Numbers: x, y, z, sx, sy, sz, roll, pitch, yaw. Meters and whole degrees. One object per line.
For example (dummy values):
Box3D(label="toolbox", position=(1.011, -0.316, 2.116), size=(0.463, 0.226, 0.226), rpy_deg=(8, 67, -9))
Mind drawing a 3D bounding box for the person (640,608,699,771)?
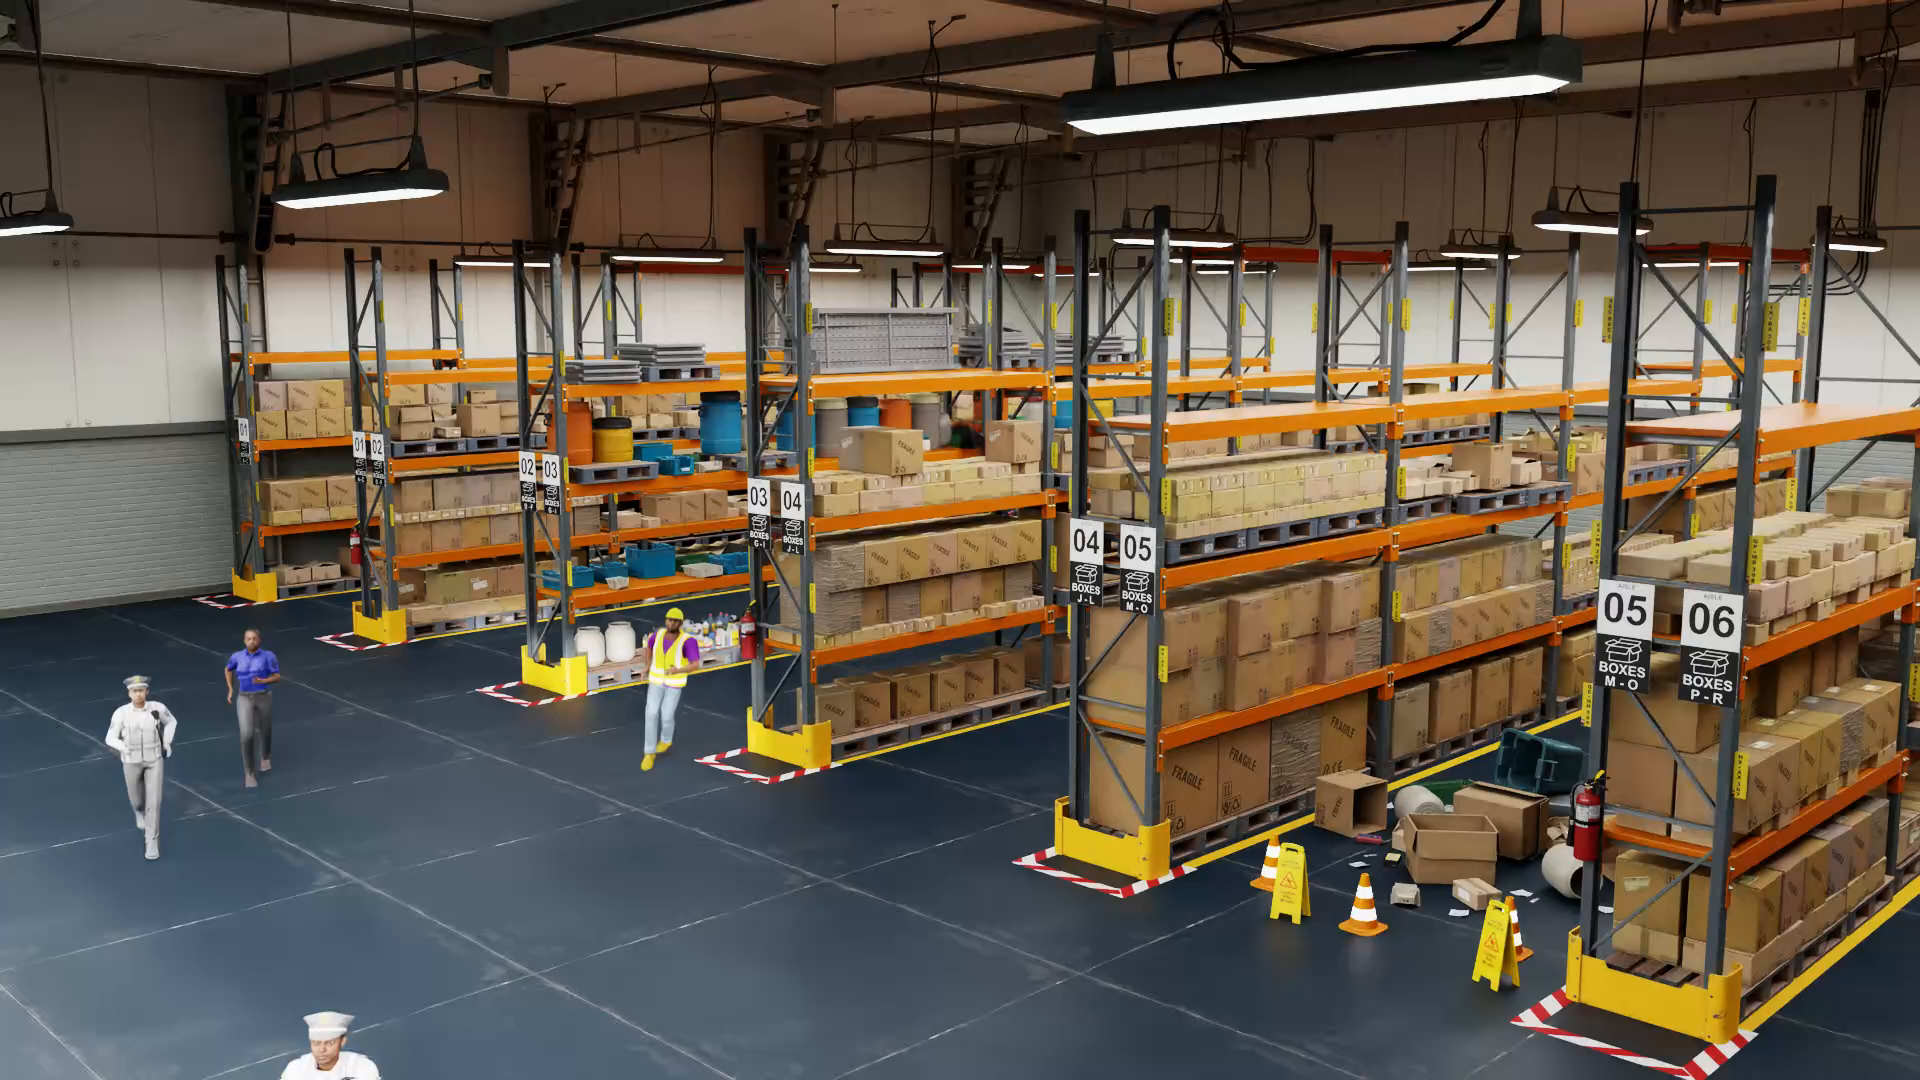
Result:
Box3D(label="person", position=(-3.291, 1.641, 18.760), size=(0.719, 1.759, 0.861), rpy_deg=(1, 8, 4))

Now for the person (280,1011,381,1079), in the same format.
Box3D(label="person", position=(-3.168, 3.168, 8.400), size=(0.578, 1.688, 0.646), rpy_deg=(-2, 8, -16))

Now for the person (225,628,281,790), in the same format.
Box3D(label="person", position=(-7.664, 1.805, 18.074), size=(0.547, 1.704, 0.777), rpy_deg=(-4, 9, -24))

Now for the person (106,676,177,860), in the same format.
Box3D(label="person", position=(-7.745, 2.102, 15.785), size=(0.616, 1.693, 0.901), rpy_deg=(-4, 9, -27))
